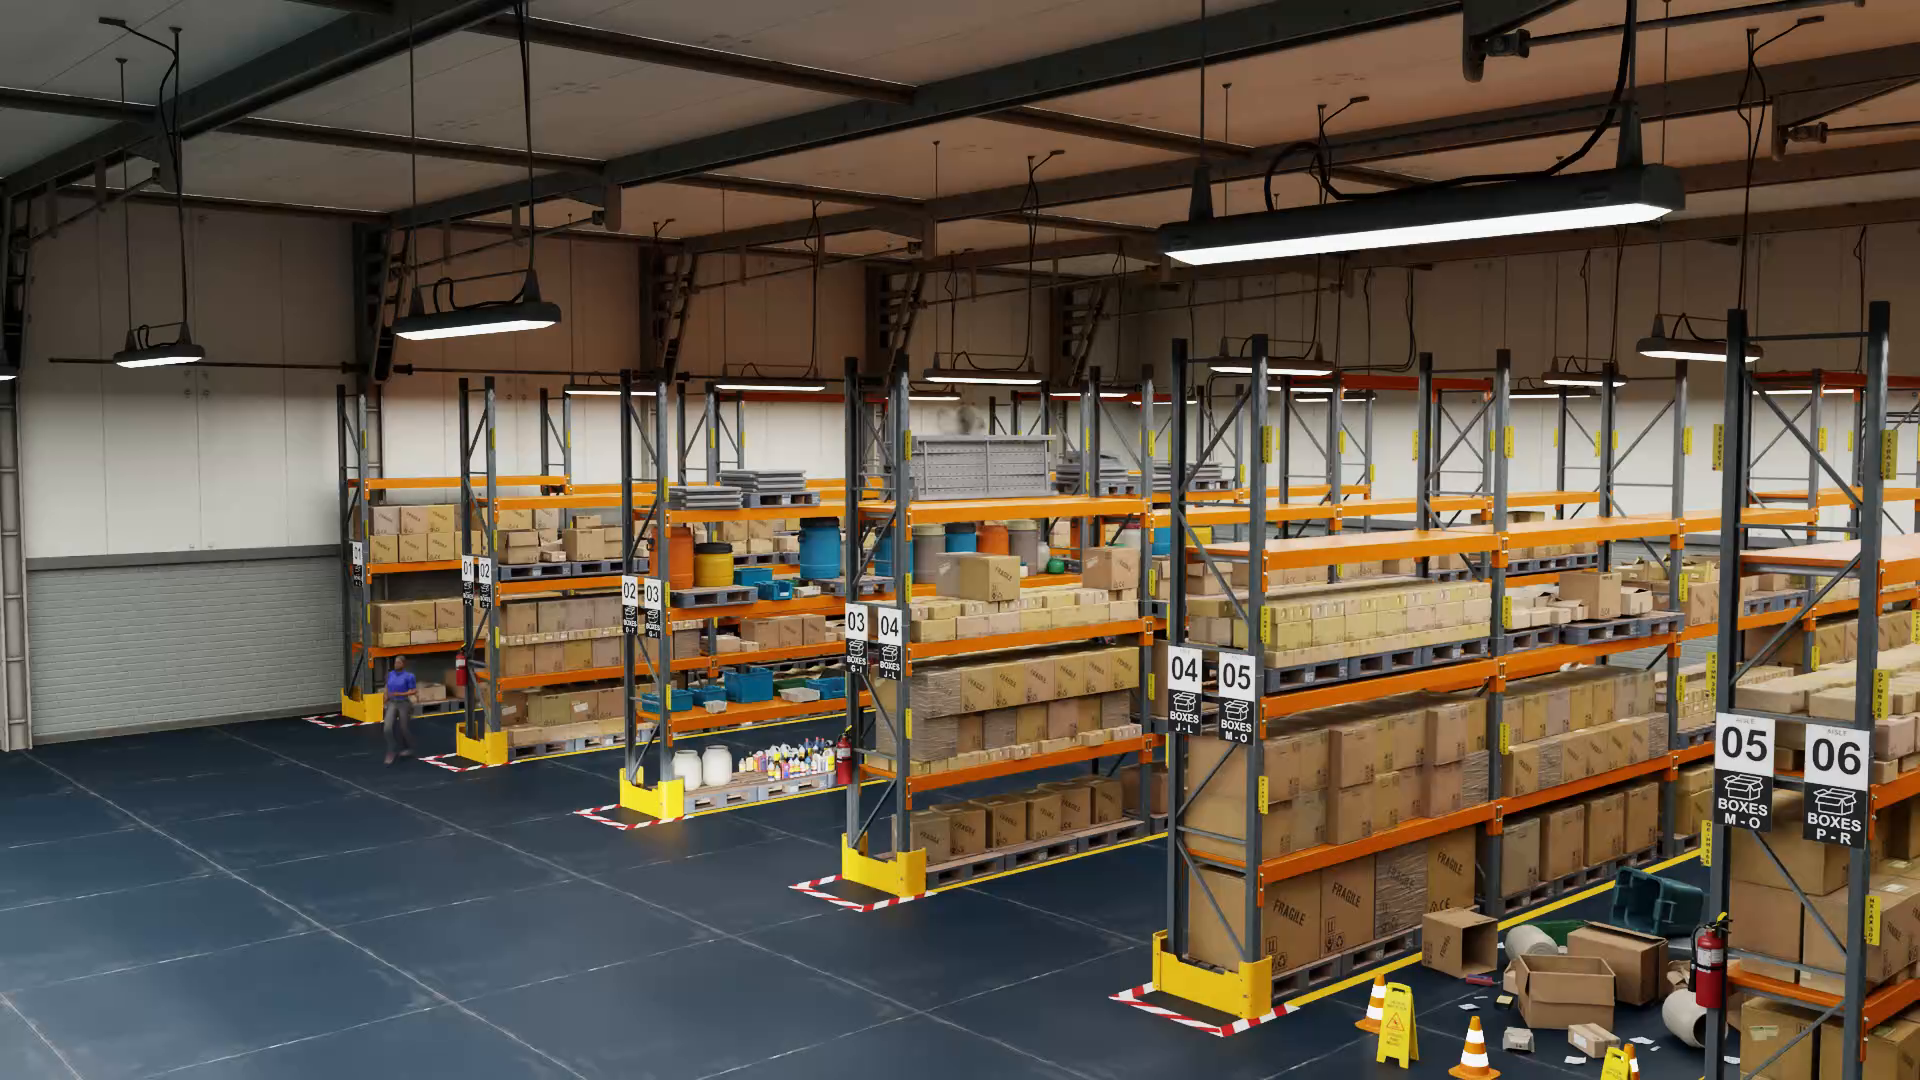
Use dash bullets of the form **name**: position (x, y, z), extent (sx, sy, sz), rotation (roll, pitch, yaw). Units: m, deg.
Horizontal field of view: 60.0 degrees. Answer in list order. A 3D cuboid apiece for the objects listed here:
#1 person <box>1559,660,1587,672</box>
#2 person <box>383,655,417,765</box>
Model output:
- **person**: position (9.482, 2.559, 25.704), extent (0.695, 1.781, 1.044), rotation (3, 5, 43)
- **person**: position (-8.746, 2.641, 26.003), extent (0.578, 1.694, 0.684), rotation (0, 4, 6)
